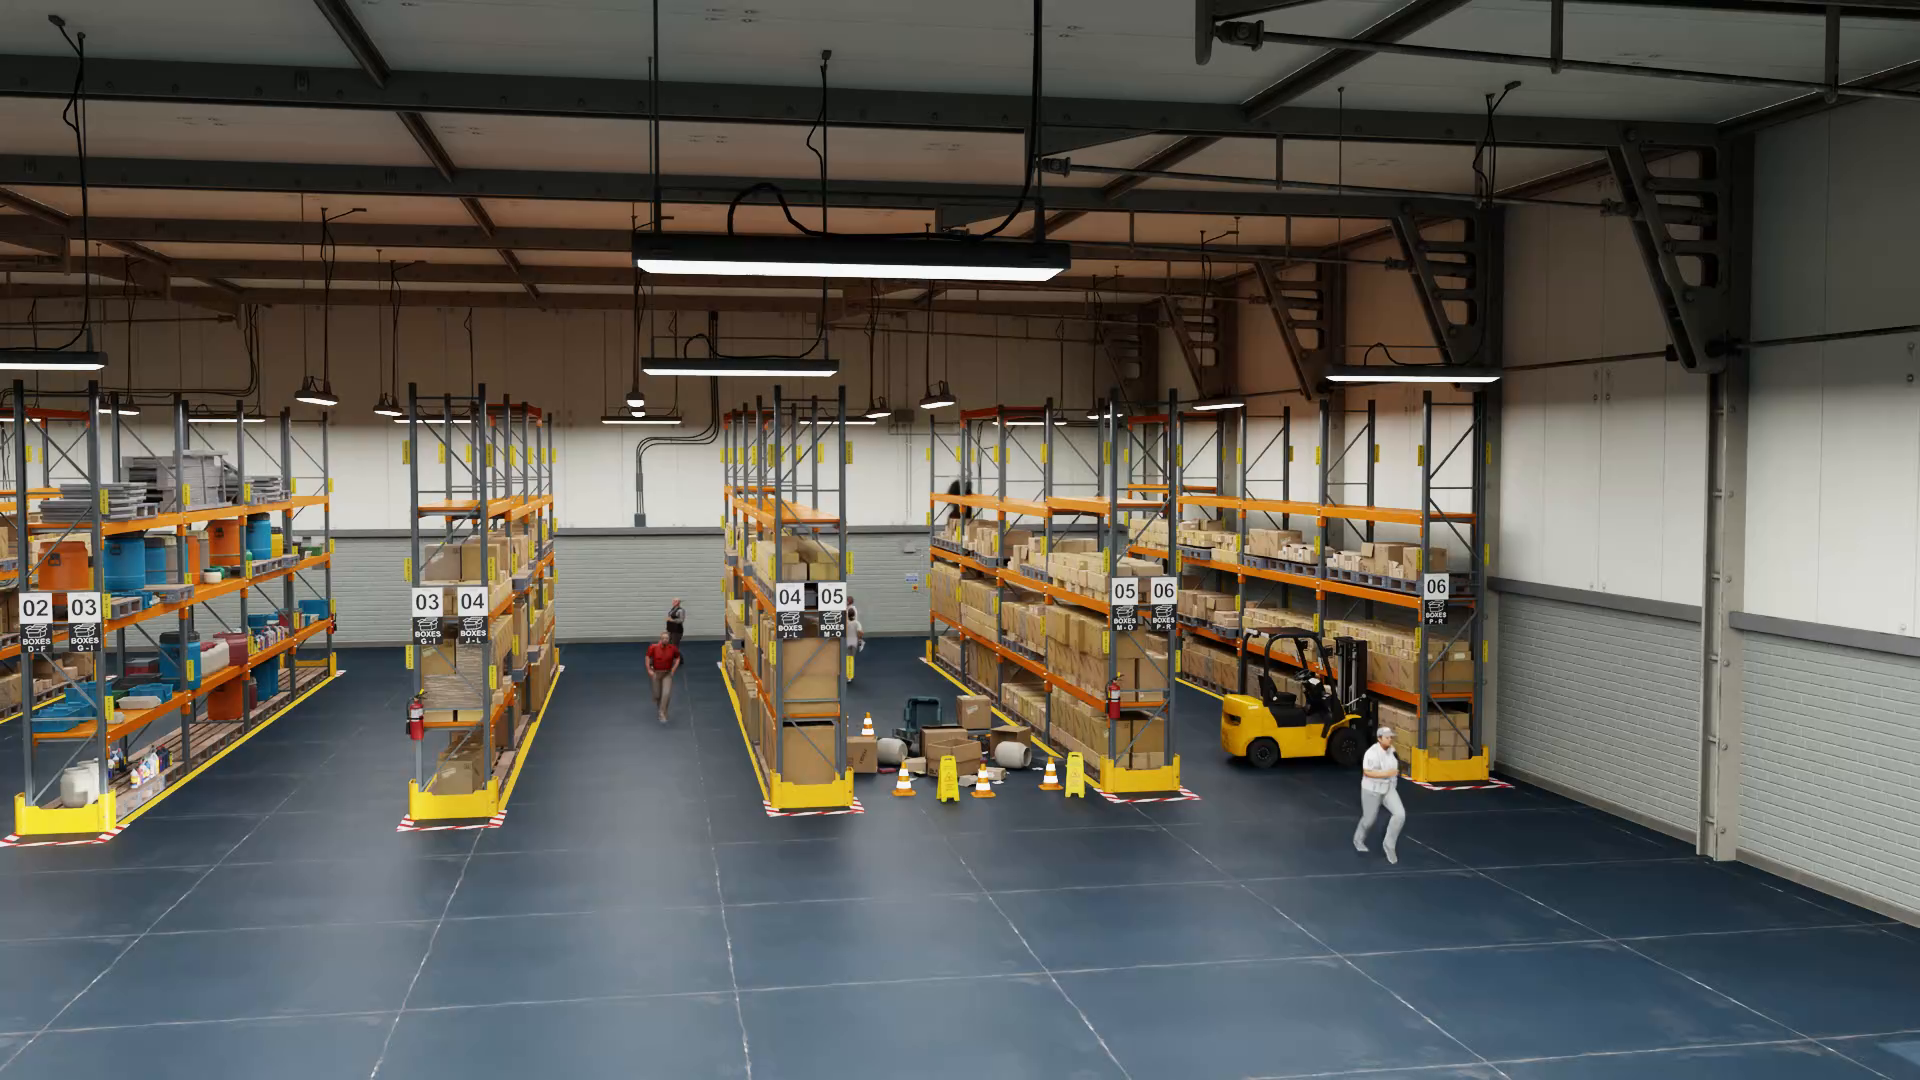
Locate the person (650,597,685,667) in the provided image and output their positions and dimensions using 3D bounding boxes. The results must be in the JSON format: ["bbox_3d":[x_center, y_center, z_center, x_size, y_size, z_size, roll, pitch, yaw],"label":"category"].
[{"bbox_3d":[-6.869,2.178,39.451,0.753,1.630,0.939,3,4,42],"label":"person"}]

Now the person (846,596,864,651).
[{"bbox_3d":[-2.637,2.197,41.200,0.571,1.458,0.522,-1,3,-22],"label":"person"}]

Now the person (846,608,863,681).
[{"bbox_3d":[-2.426,2.332,36.807,0.548,1.605,0.558,-1,3,-13],"label":"person"}]

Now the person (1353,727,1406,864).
[{"bbox_3d":[5.186,3.137,20.628,0.627,1.694,0.820,-2,3,-28],"label":"person"}]

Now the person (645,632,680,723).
[{"bbox_3d":[-5.635,2.586,31.536,0.667,1.713,0.821,-1,3,-13],"label":"person"}]
